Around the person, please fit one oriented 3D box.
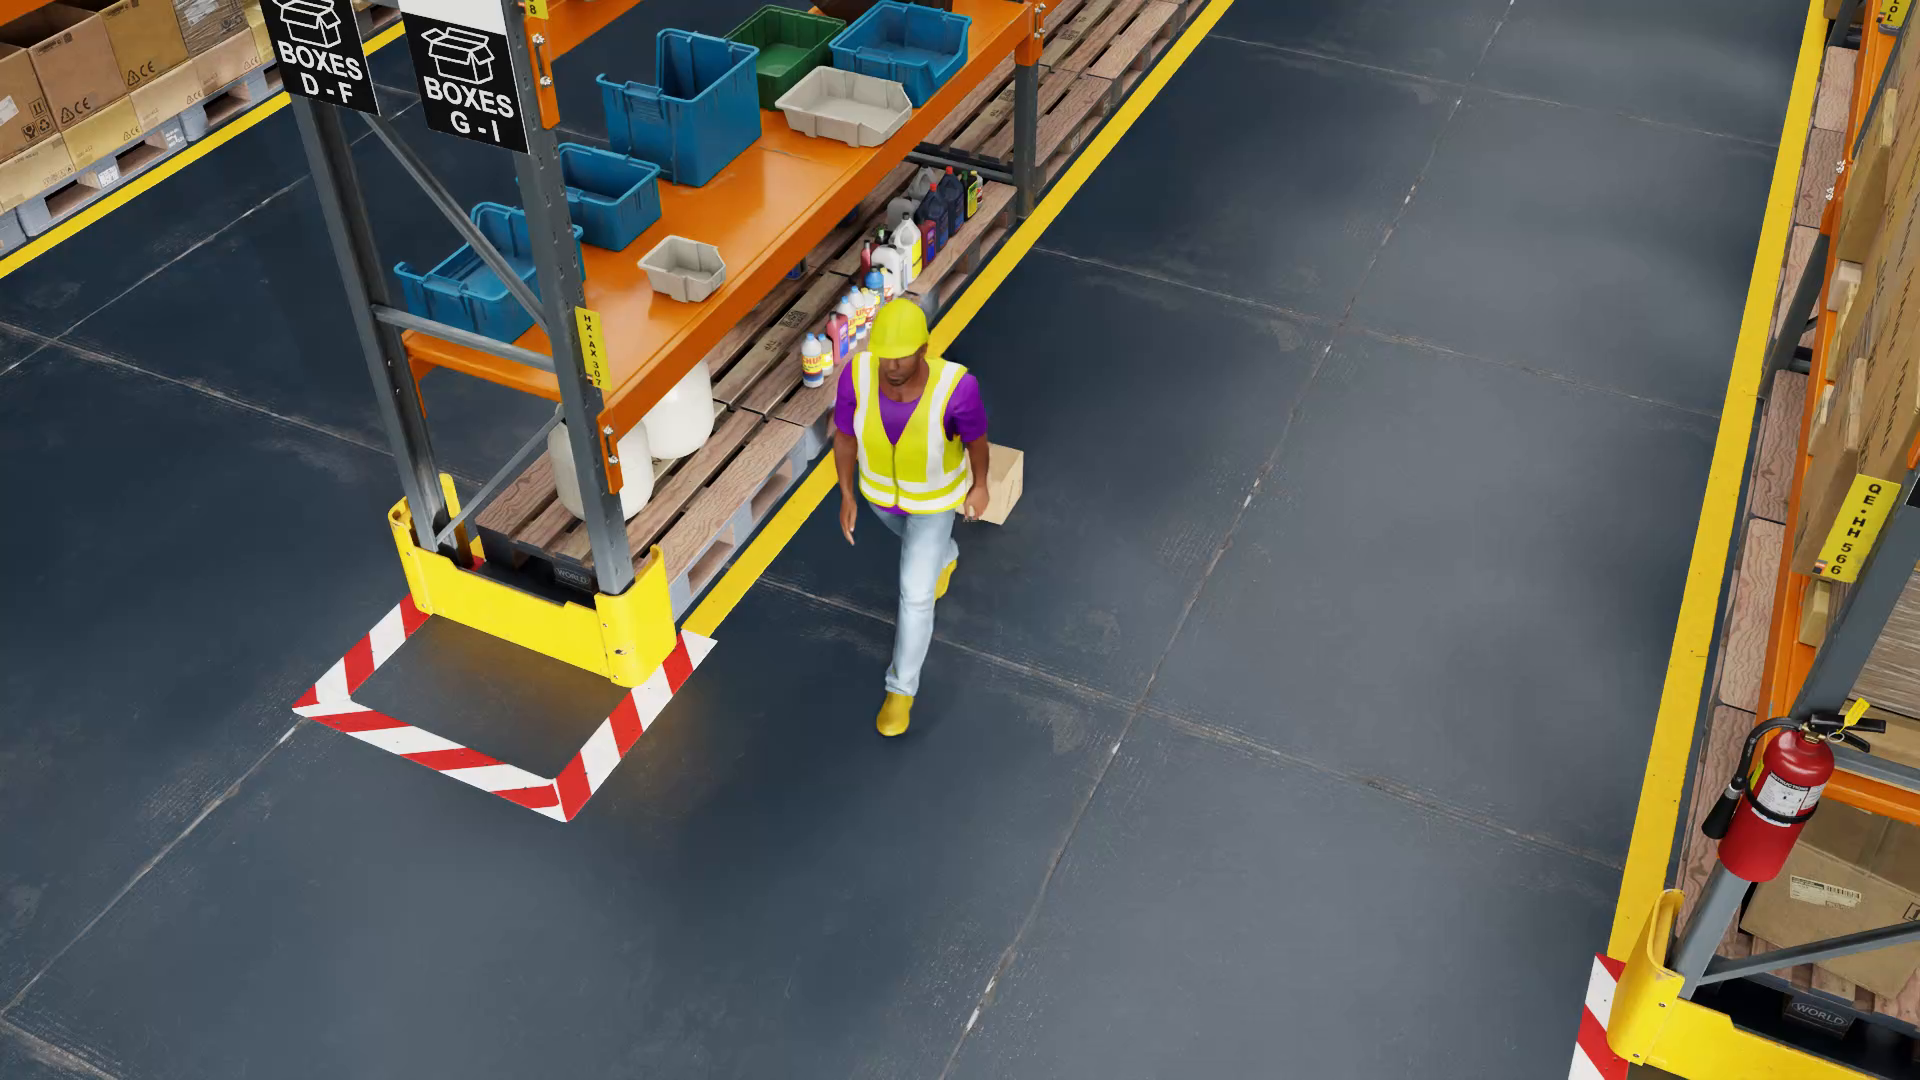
[{"bbox_3d":[-0.211,-0.182,6.355,0.567,1.707,1.086,15,44,17],"label":"person"}]
